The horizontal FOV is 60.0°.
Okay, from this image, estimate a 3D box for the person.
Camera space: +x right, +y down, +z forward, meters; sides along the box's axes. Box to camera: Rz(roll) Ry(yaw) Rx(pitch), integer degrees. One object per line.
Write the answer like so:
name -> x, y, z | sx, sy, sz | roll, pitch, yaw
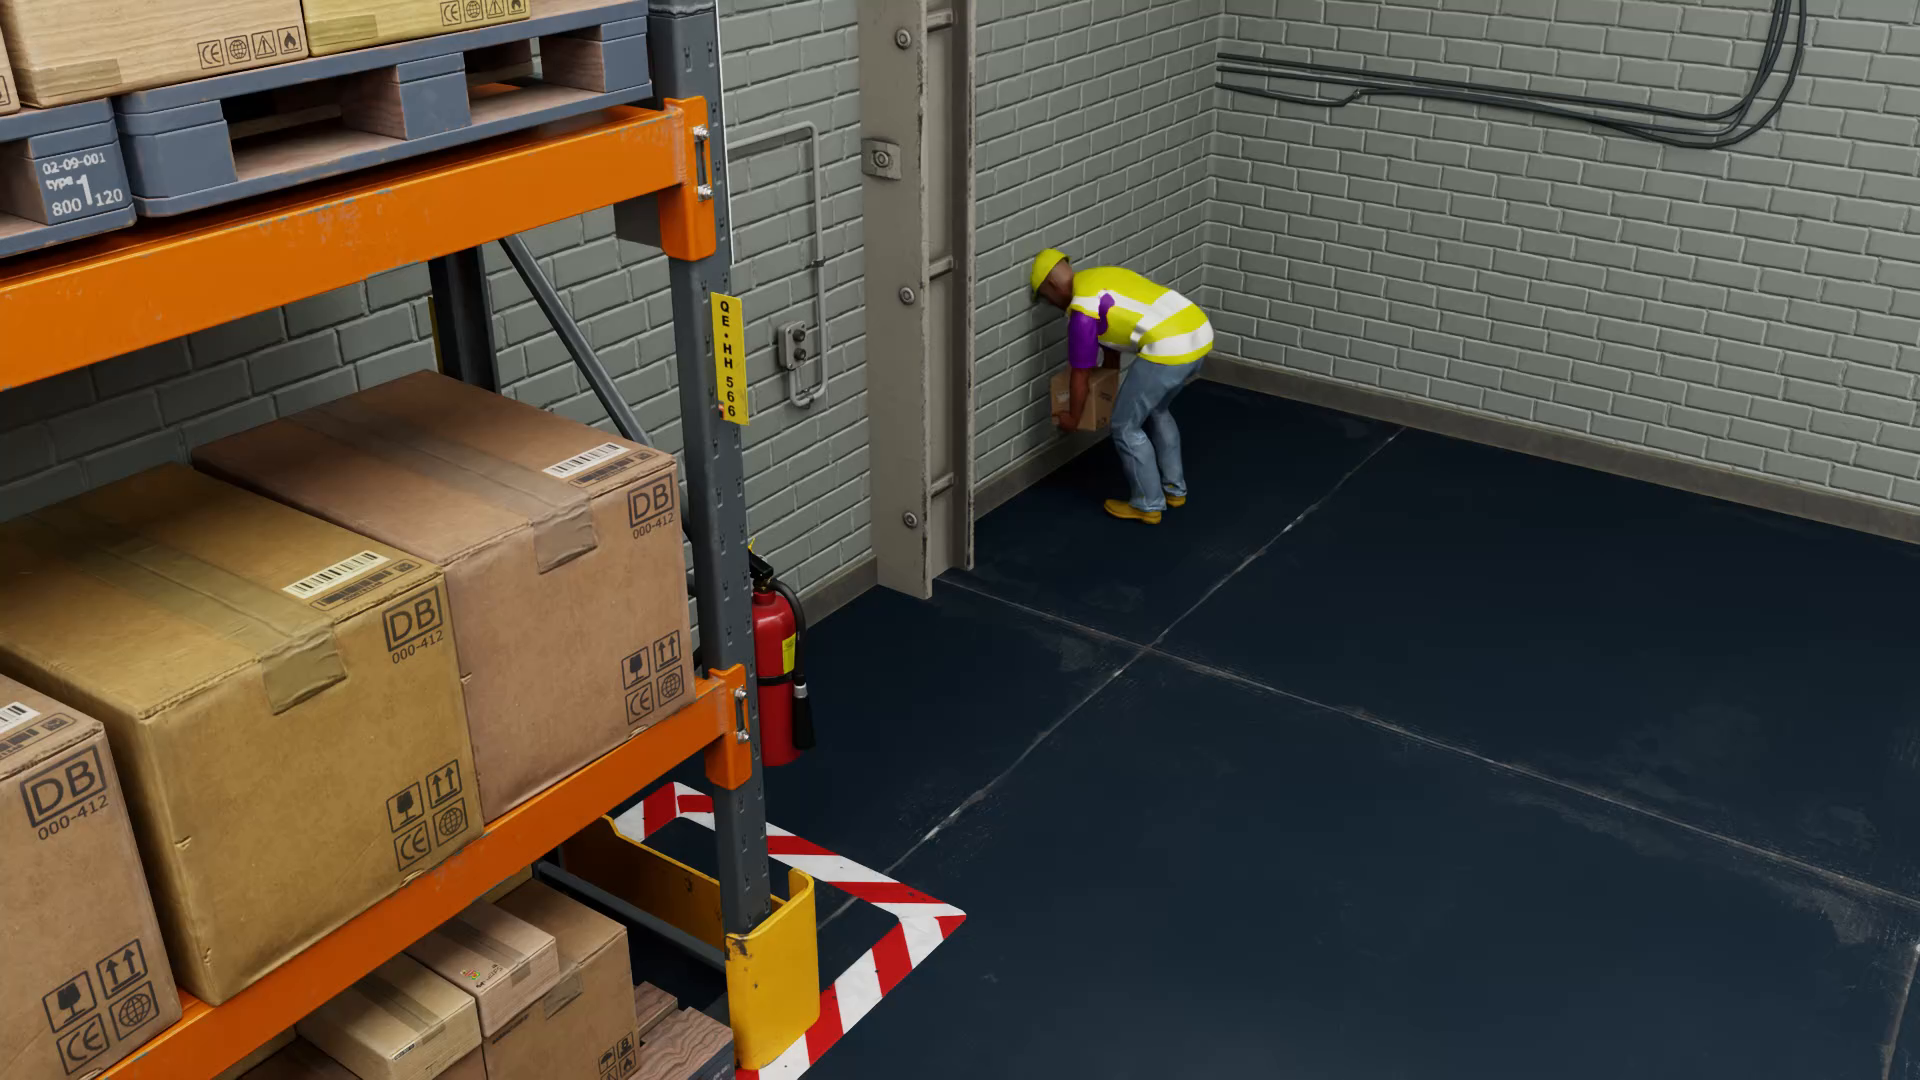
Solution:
person -> 0.747, -0.770, 8.192 | 0.956, 1.242, 0.475 | 16, 31, 29
